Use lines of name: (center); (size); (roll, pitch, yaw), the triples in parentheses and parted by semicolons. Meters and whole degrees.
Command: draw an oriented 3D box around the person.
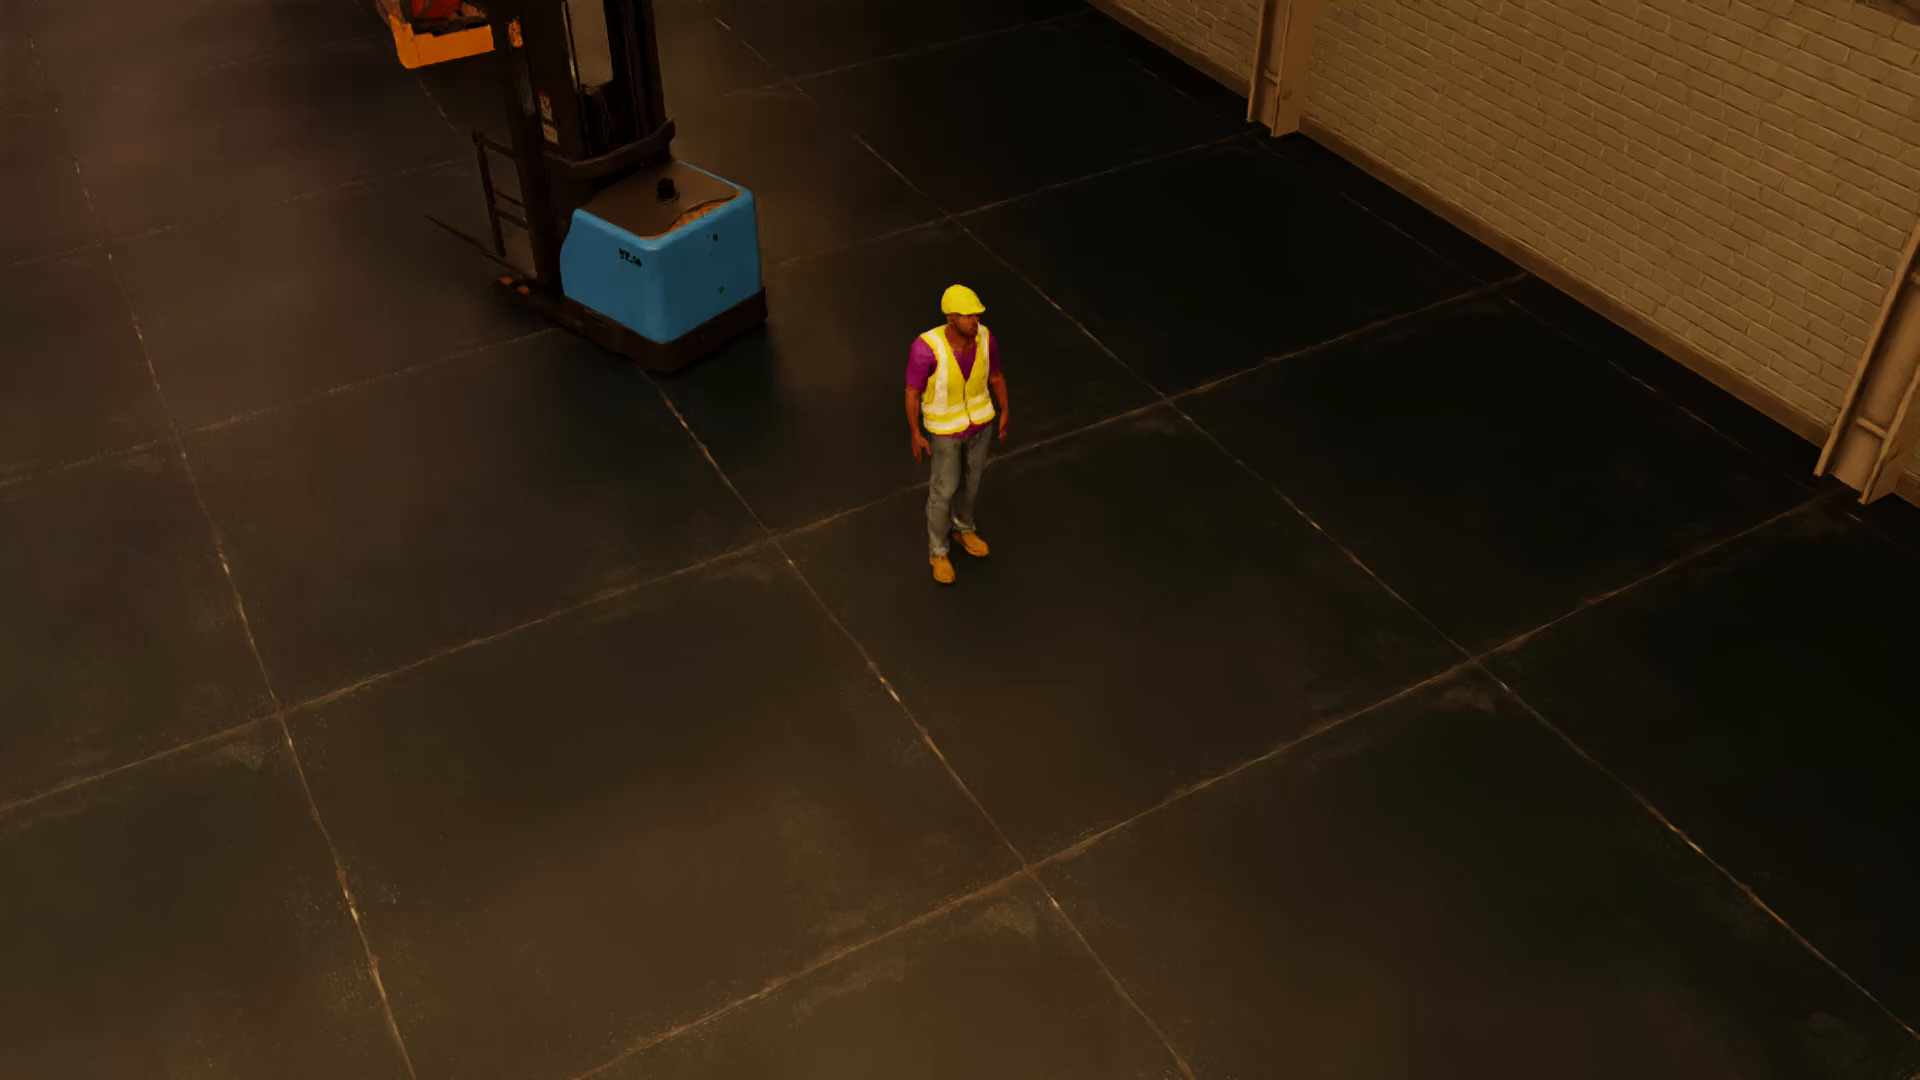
person: (0.030, -0.645, 9.715); (0.665, 1.766, 0.576); (-20, 44, -23)

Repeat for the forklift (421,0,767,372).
forklift: (-2.872, -3.095, 11.767); (3.031, 2.935, 1.130); (28, 47, 30)
